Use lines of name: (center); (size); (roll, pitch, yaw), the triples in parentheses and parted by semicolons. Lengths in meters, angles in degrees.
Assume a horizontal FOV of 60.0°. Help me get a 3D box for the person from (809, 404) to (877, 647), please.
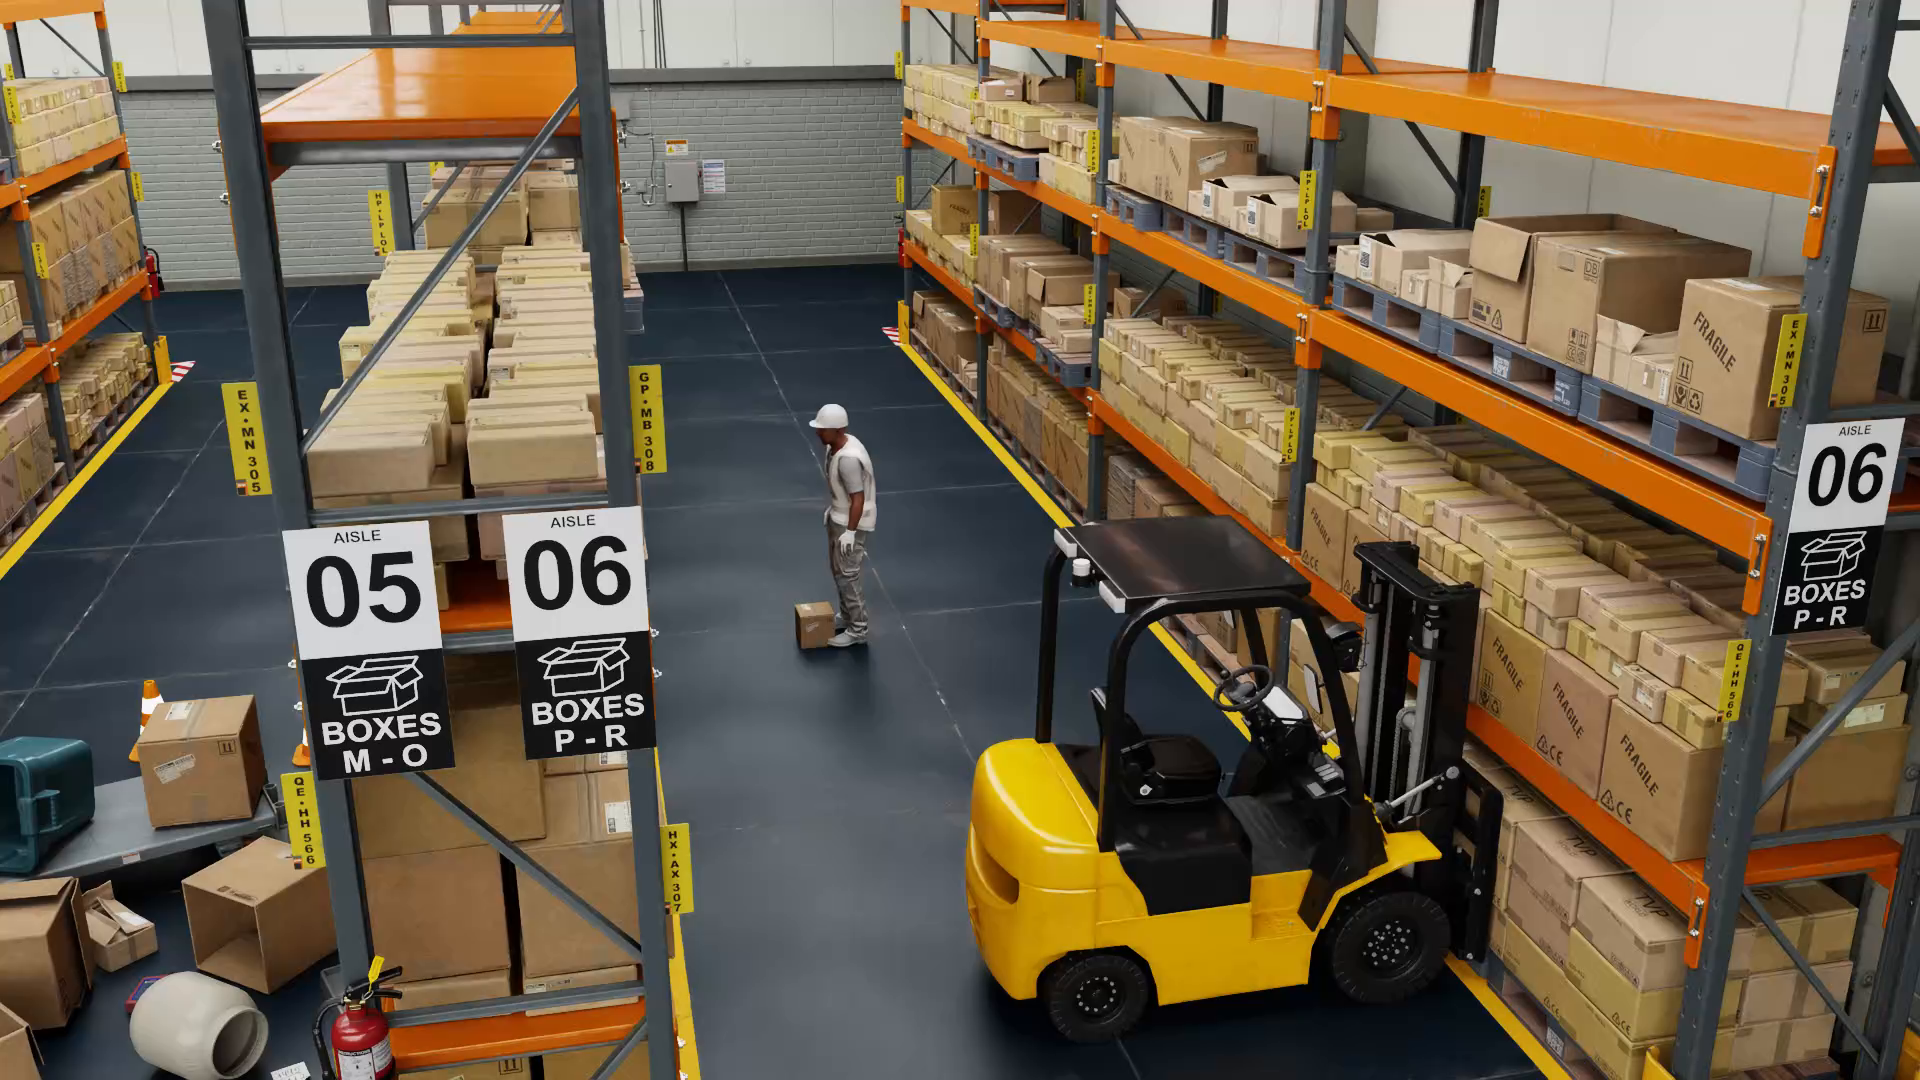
person: (-0.834, -0.119, 11.889); (0.452, 1.774, 0.629); (-5, 20, -14)
